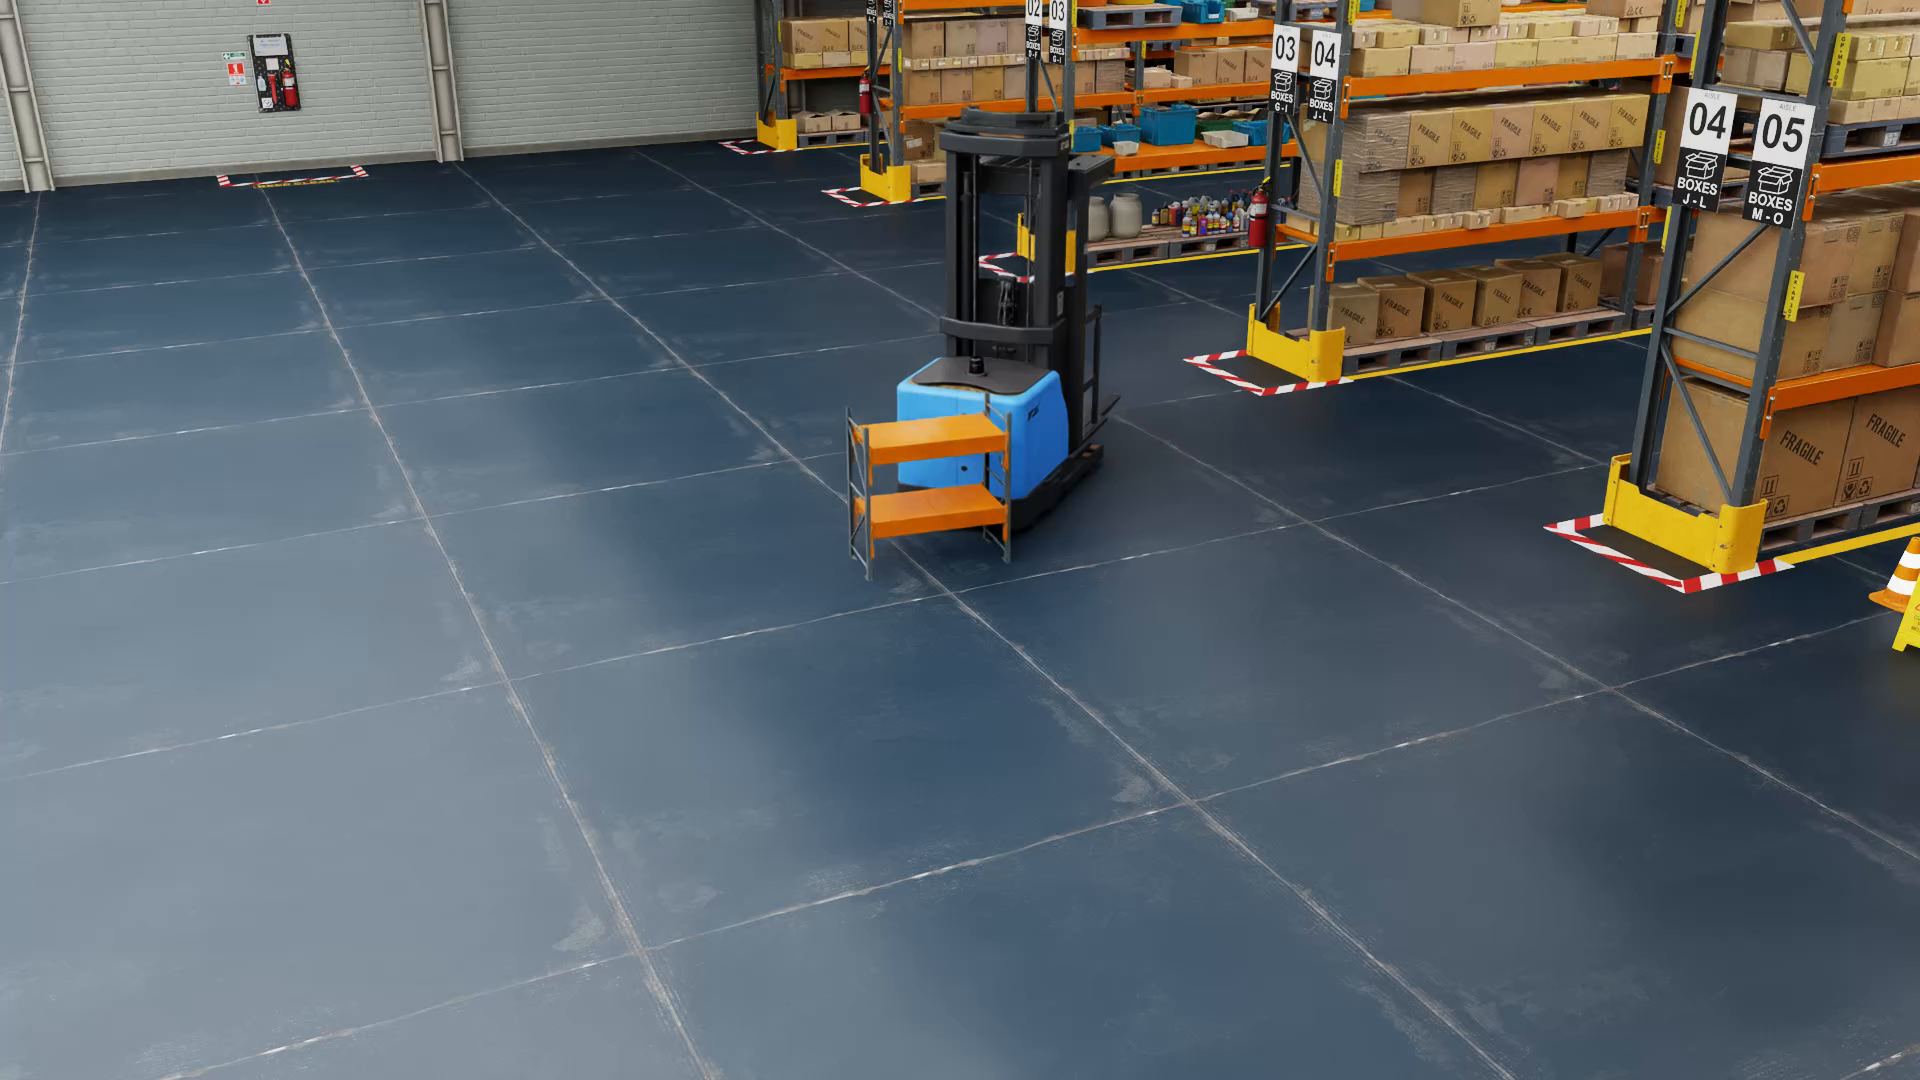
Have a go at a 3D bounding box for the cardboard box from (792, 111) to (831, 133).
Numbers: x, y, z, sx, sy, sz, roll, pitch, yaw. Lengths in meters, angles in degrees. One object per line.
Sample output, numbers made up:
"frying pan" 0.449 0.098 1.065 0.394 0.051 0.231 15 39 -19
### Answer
"cardboard box" -2.570 -7.260 28.808 0.500 0.311 0.500 -14 26 -30

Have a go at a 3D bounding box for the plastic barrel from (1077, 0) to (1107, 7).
"plastic barrel" 1.447 -6.704 19.492 0.708 0.830 0.600 -10 25 -24

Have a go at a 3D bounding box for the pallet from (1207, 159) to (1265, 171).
"pallet" 4.271 -6.224 27.010 1.213 0.211 1.003 -10 25 -24

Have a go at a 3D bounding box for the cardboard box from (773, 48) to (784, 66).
"cardboard box" -2.895 -8.300 28.549 0.500 0.250 0.500 -10 25 -23

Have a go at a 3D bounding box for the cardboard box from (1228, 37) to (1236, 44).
"cardboard box" 5.053 -9.549 31.698 0.250 0.149 0.380 -11 25 -24

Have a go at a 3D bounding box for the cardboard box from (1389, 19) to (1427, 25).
"cardboard box" 4.304 -4.883 15.877 0.250 0.149 0.380 -10 25 -23

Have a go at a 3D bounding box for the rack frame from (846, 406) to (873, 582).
"rack frame" -0.700 -0.319 11.549 0.032 1.125 0.500 -7 24 -17

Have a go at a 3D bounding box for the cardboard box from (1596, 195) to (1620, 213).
"cardboard box" 6.521 -3.467 17.032 0.250 0.149 0.380 -10 25 -24

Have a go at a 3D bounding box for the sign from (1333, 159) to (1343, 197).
"sign" 3.448 -3.308 15.187 0.005 0.325 0.100 -10 25 -24

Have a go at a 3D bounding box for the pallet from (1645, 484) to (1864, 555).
"pallet" 5.959 -0.240 12.553 1.213 0.211 1.003 -10 25 -24

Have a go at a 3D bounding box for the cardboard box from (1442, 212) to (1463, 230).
"cardboard box" 4.696 -3.153 16.274 0.250 0.149 0.380 -10 25 -24

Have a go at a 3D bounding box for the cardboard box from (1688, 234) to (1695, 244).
"cardboard box" 8.321 -3.066 18.429 0.500 0.500 0.700 -13 26 -28

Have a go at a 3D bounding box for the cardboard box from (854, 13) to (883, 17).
"cardboard box" -1.524 -8.905 29.029 0.500 0.500 0.500 -10 25 -23

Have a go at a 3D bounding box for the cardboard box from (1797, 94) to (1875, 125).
"cardboard box" 5.720 -2.825 10.880 0.250 0.149 0.380 -10 25 -23

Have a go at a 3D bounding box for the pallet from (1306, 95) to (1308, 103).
"pallet" 6.918 -8.764 33.146 1.213 0.211 1.003 -10 25 -24

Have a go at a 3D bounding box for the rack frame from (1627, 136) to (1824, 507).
"rack frame" 5.272 -1.369 11.634 0.127 3.000 1.000 -10 25 -24

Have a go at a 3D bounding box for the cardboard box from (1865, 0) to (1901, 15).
"cardboard box" 9.642 -5.831 17.708 0.500 0.500 0.500 -10 25 -24

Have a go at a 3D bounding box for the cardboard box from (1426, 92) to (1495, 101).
"cardboard box" 4.954 -4.164 16.560 0.500 0.500 0.500 -10 25 -24

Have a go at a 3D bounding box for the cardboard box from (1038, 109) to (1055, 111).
"cardboard box" 1.471 -8.158 30.730 0.500 0.500 0.700 -11 25 -25

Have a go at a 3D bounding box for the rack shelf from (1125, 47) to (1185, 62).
"rack shelf" 2.174 -8.879 30.718 4.000 0.370 1.077 -10 25 -24

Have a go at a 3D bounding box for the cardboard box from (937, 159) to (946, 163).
"cardboard box" -0.052 -5.529 24.732 0.500 0.250 0.500 -10 25 -24

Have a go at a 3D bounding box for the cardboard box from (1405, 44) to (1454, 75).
"cardboard box" 4.221 -4.490 15.449 0.500 0.250 0.500 -11 25 -25

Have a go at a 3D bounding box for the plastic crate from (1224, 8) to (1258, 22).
"plastic crate" 3.397 -6.324 20.028 0.396 0.136 0.243 -10 25 -24

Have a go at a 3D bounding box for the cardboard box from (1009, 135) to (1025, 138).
"cardboard box" 0.852 -6.039 24.984 0.500 0.500 0.500 -10 25 -24

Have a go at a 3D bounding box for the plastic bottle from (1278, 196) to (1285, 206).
"plastic bottle" 4.151 -4.288 21.575 0.185 0.351 0.144 -10 25 -24

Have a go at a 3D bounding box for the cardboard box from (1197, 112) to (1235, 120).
"cardboard box" 4.135 -6.774 27.005 0.500 0.311 0.500 -11 25 -24

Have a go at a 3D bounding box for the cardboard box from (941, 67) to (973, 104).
"cardboard box" -0.183 -6.717 24.425 0.500 0.500 0.700 -10 24 -22

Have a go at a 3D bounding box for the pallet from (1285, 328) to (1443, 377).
"pallet" 4.028 -1.941 16.664 1.213 0.211 1.003 -10 25 -24

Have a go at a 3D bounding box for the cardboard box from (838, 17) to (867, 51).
"cardboard box" -1.754 -8.640 28.390 0.500 0.500 0.500 -11 25 -25

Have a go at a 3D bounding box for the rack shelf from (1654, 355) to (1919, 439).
"rack shelf" 7.074 -1.368 12.573 4.000 0.370 1.077 -10 25 -24

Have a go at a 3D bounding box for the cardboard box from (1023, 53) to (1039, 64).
"cardboard box" 0.989 -7.145 24.609 0.250 0.149 0.380 -10 24 -22

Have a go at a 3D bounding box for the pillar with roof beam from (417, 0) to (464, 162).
"pillar with roof beam" -6.516 -8.923 22.041 0.400 9.000 9.100 -10 25 -24

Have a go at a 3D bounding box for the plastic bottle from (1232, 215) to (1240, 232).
"plastic bottle" 3.506 -4.029 21.145 0.097 0.201 0.097 0 22 0

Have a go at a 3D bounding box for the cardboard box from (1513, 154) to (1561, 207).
"cardboard box" 5.512 -3.700 16.747 0.500 0.500 0.875 -10 25 -24

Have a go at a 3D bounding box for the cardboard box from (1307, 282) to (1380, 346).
"cardboard box" 3.782 -2.232 16.438 0.500 0.500 0.500 -6 23 -14

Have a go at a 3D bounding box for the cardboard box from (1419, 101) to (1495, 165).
"cardboard box" 4.729 -3.902 15.926 0.500 0.500 0.500 -10 25 -24

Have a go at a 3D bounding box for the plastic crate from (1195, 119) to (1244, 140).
"plastic crate" 3.323 -5.239 21.262 0.662 0.188 0.450 -10 25 -24

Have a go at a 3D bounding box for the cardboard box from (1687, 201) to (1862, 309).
"cardboard box" 5.623 -1.985 11.515 0.550 0.550 0.875 -10 25 -24

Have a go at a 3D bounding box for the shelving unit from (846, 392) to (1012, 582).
"shelving unit" -0.218 -0.380 11.697 1.048 1.125 0.538 -7 24 -17

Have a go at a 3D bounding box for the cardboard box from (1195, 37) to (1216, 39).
"cardboard box" 4.525 -9.728 31.283 0.500 0.500 0.500 -10 24 -22

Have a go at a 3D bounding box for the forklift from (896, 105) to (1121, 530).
"forklift" 0.545 -1.959 13.151 1.130 2.935 3.031 9 24 20

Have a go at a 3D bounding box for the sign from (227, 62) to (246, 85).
"sign" -11.170 -7.198 25.671 0.234 0.329 0.001 -10 25 -24

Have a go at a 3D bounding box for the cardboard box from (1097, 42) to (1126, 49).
"cardboard box" 2.126 -7.743 25.206 0.500 0.500 0.700 -10 25 -23

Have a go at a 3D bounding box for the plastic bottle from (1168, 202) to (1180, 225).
"plastic bottle" 2.768 -4.234 21.544 0.135 0.276 0.152 -10 25 -23

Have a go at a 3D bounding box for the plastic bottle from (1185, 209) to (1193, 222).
"plastic bottle" 2.964 -4.183 21.517 0.097 0.201 0.097 0 22 0

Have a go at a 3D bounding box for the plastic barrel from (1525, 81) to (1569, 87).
"plastic barrel" 7.986 -6.010 22.669 0.708 0.536 0.600 -10 25 -24

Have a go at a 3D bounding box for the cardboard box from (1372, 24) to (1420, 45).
"cardboard box" 4.010 -4.656 15.328 0.250 0.149 0.380 -11 25 -25

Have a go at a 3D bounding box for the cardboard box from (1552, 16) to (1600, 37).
"cardboard box" 5.942 -4.967 16.079 0.250 0.149 0.380 -11 25 -25

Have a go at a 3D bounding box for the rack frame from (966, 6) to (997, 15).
"rack frame" 0.372 -8.879 29.779 0.127 3.000 1.000 -10 25 -24

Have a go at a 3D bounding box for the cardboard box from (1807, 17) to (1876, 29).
"cardboard box" 6.118 -3.547 11.581 0.250 0.149 0.380 -10 24 -23

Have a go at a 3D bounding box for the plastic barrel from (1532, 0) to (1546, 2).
"plastic barrel" 7.860 -7.620 22.669 0.421 0.512 0.421 0 22 0

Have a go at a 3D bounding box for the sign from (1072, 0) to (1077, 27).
"sign" 1.299 -6.001 18.893 0.005 0.325 0.100 -10 25 -24

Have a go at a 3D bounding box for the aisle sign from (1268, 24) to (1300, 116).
"aisle sign" 3.026 -4.389 15.532 0.004 0.787 0.394 -10 25 -24
